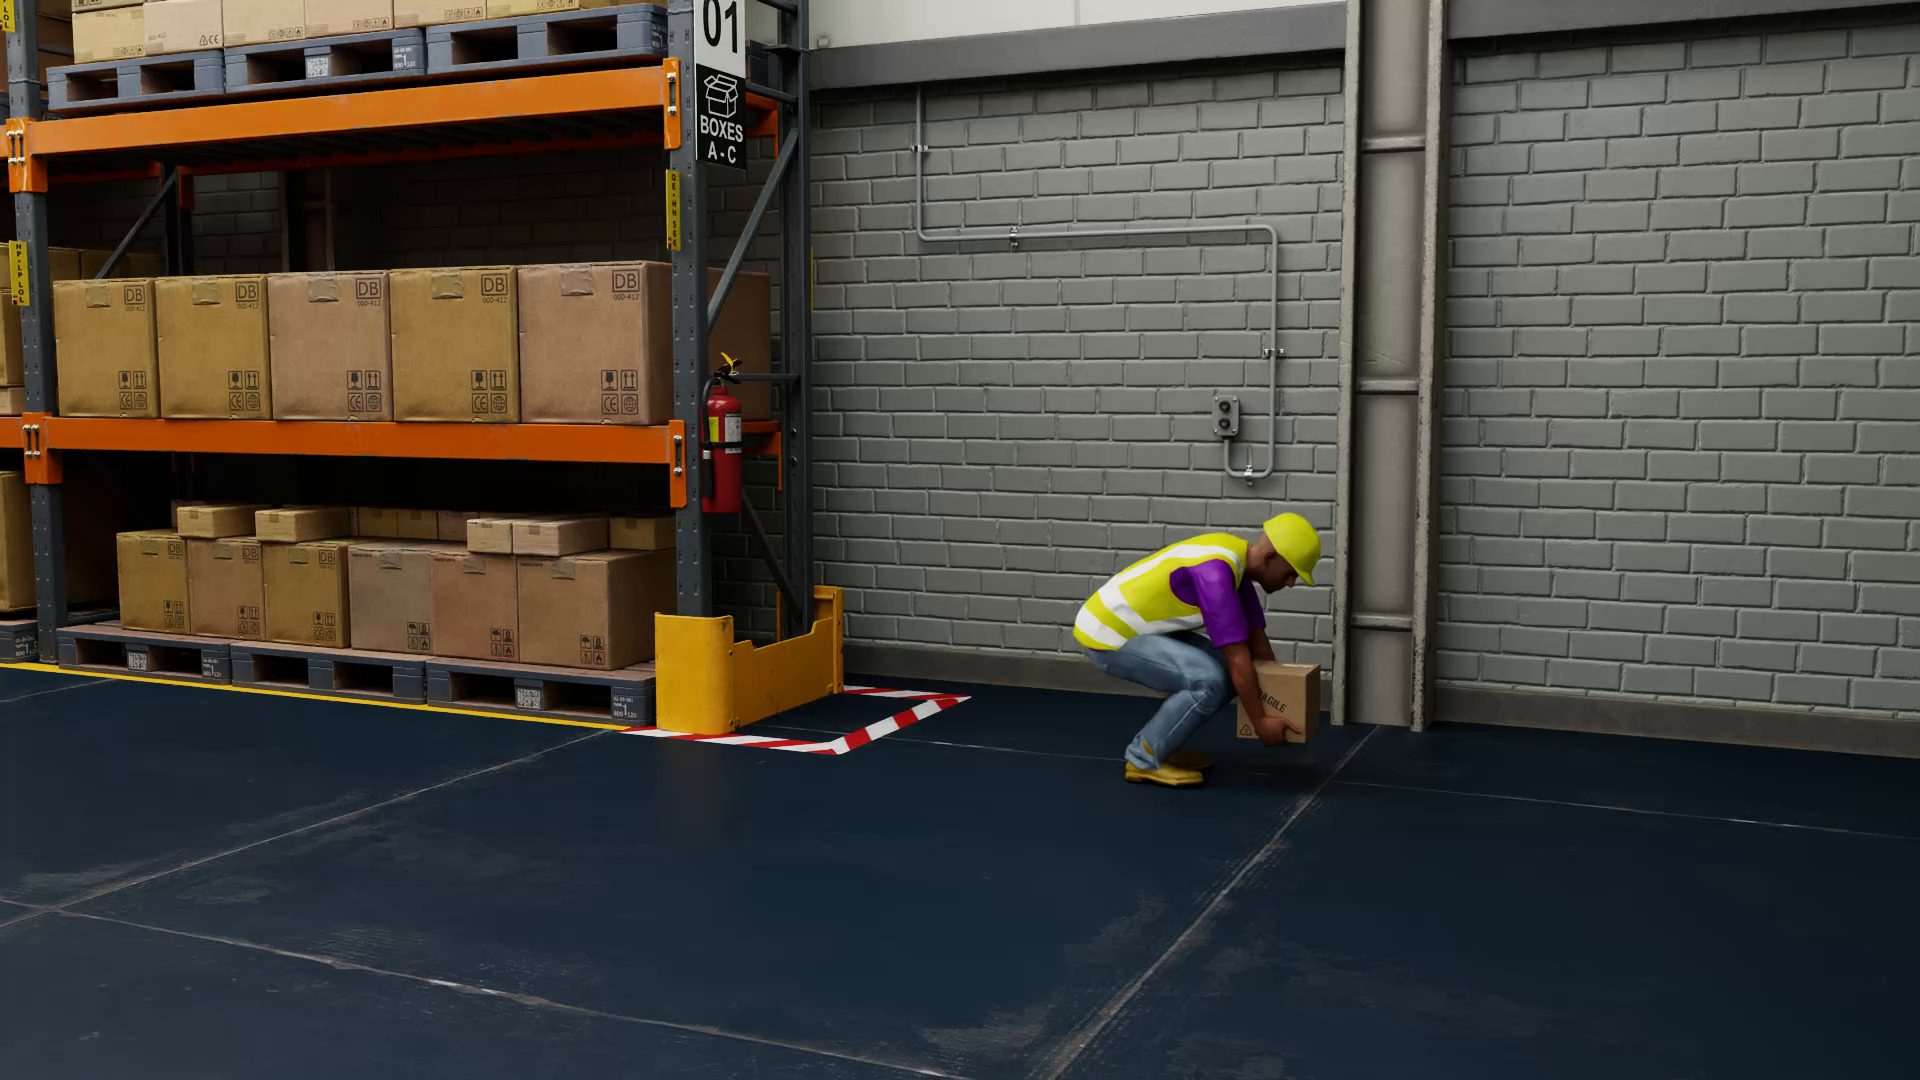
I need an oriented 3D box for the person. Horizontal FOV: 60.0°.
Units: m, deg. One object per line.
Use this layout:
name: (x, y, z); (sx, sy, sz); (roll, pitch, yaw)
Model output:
person: (0.891, 0.397, 6.249); (0.897, 1.017, 0.537); (2, 6, 22)
